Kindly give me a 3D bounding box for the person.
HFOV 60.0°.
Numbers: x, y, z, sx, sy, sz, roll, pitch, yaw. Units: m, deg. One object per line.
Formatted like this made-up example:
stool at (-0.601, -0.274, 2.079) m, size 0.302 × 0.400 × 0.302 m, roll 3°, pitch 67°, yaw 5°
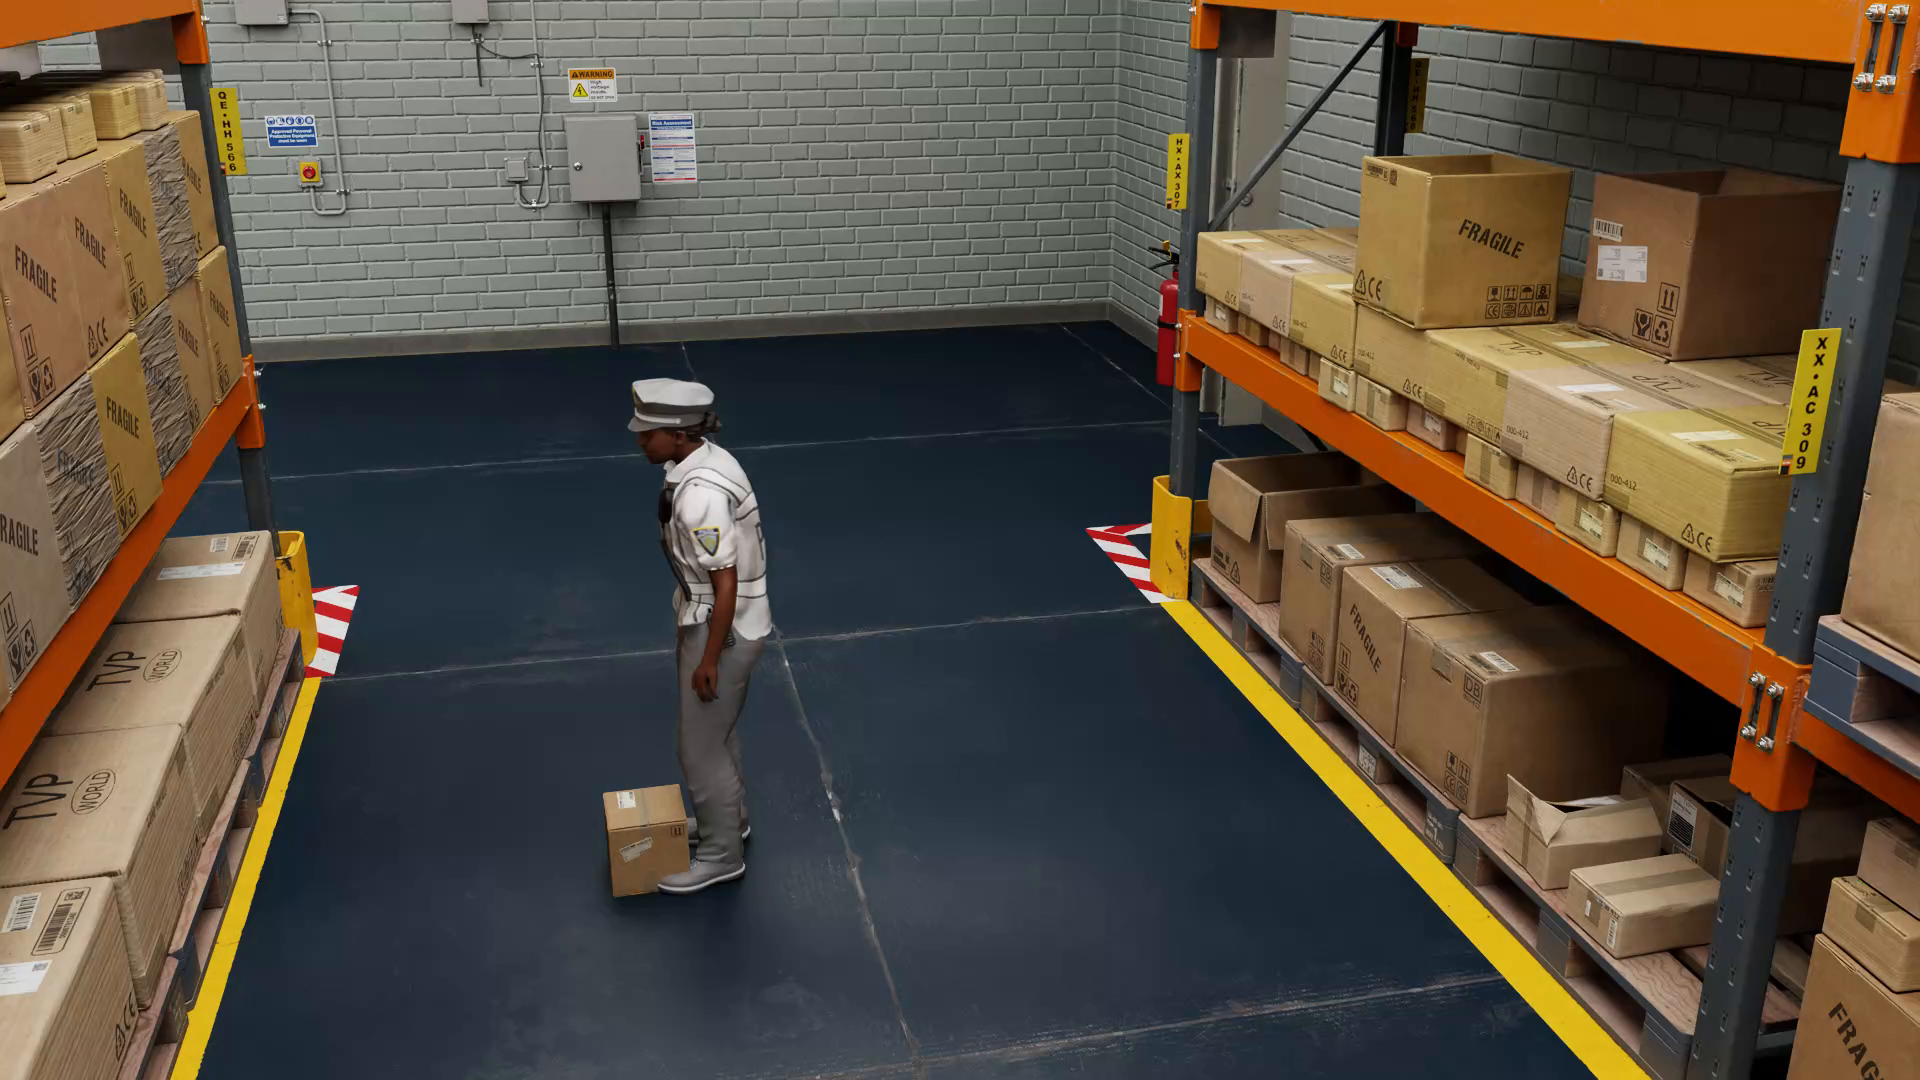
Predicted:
person at (-0.809, 0.297, 5.248) m, size 0.417 × 1.657 × 0.515 m, roll -5°, pitch 20°, yaw -13°
